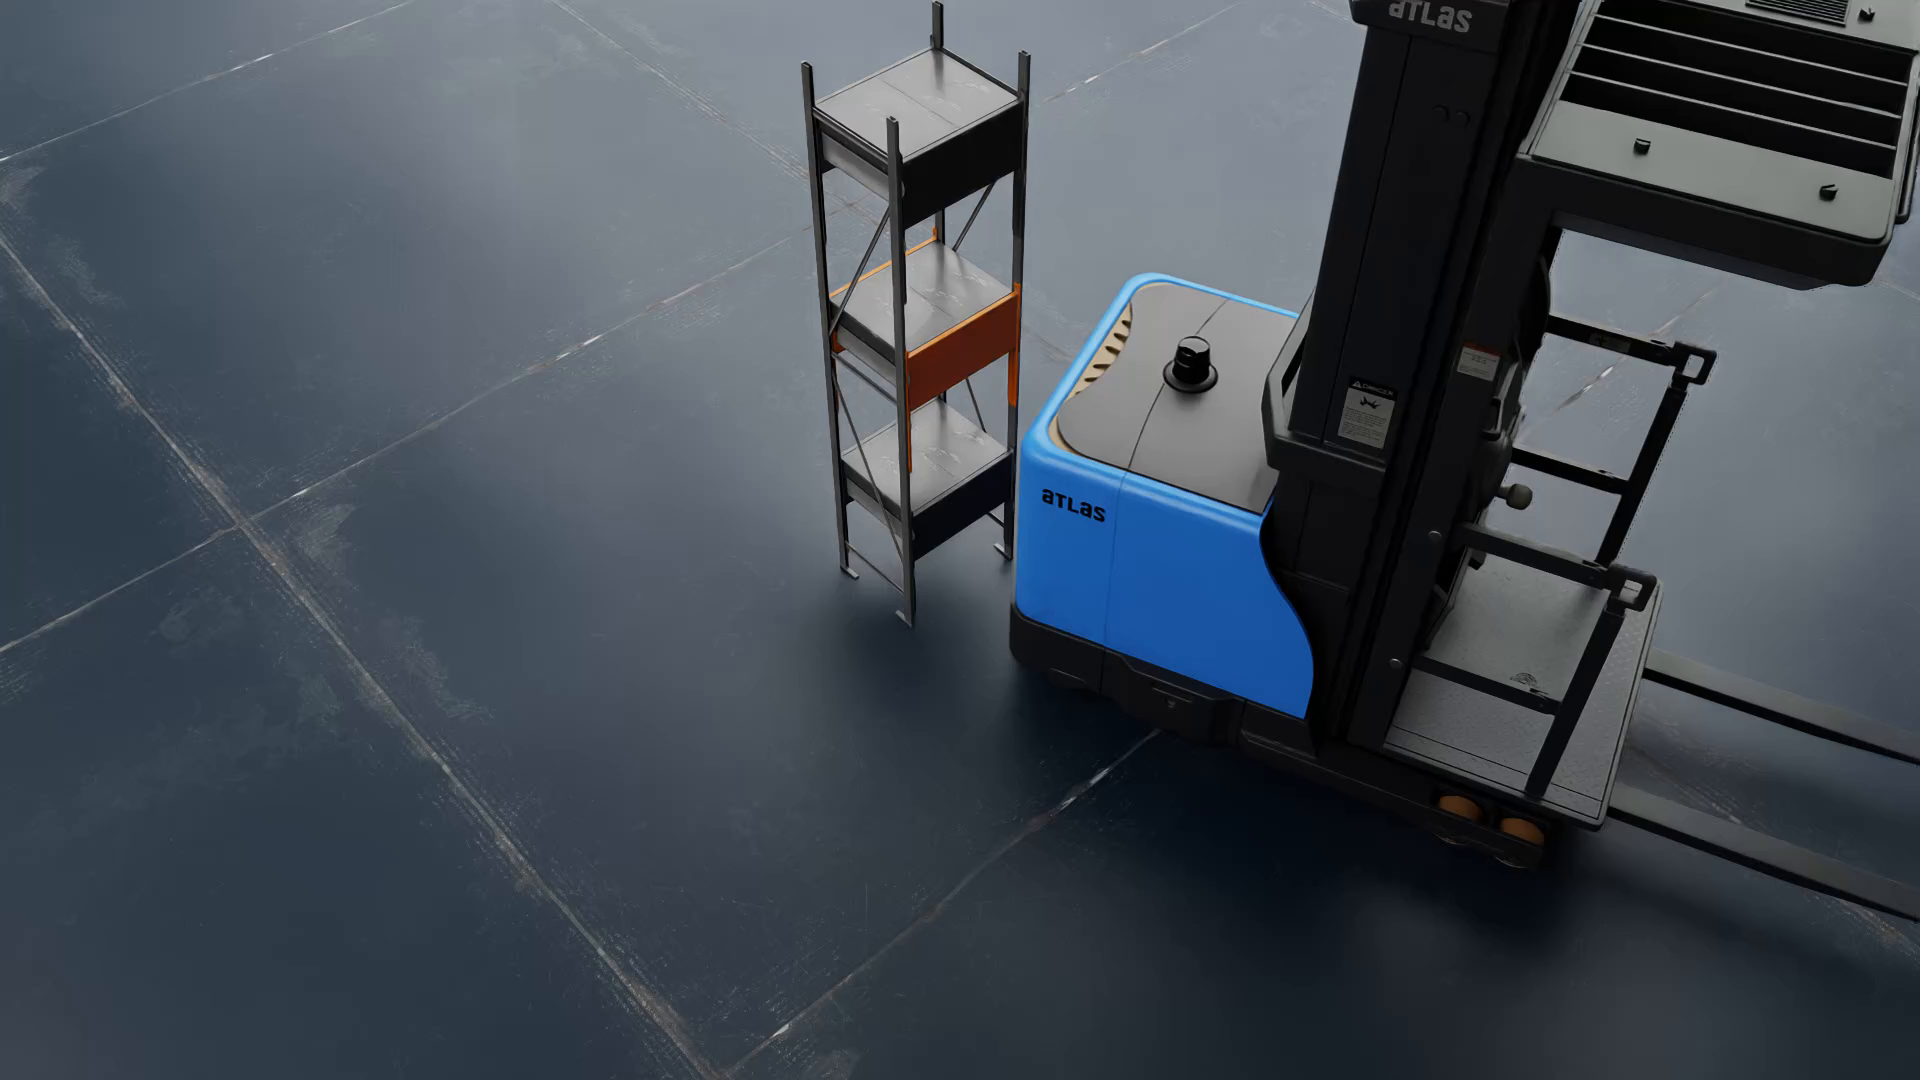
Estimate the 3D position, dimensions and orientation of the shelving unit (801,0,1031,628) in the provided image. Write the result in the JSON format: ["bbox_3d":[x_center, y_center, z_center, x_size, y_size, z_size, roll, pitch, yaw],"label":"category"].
[{"bbox_3d":[-0.122,-0.630,5.403,0.503,2.100,0.431,-34,56,-27],"label":"shelving unit"}]

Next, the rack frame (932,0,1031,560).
[{"bbox_3d":[0.058,-0.751,5.514,0.015,2.100,0.400,-34,56,-27],"label":"rack frame"}]

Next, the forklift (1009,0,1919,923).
[{"bbox_3d":[1.728,-0.403,4.628,3.031,2.935,1.130,20,50,17],"label":"forklift"}]

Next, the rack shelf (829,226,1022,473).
[{"bbox_3d":[-0.122,-0.621,5.413,0.480,0.518,0.431,-34,56,-27],"label":"rack shelf"}]

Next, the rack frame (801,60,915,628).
[{"bbox_3d":[-0.303,-0.510,5.291,0.015,2.100,0.400,-34,56,-27],"label":"rack frame"}]

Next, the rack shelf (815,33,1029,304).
[{"bbox_3d":[-0.122,-1.096,4.898,0.480,0.518,0.431,-34,56,-27],"label":"rack shelf"}]

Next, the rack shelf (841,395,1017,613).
[{"bbox_3d":[-0.122,-0.146,5.927,0.480,0.518,0.431,-34,56,-27],"label":"rack shelf"}]
